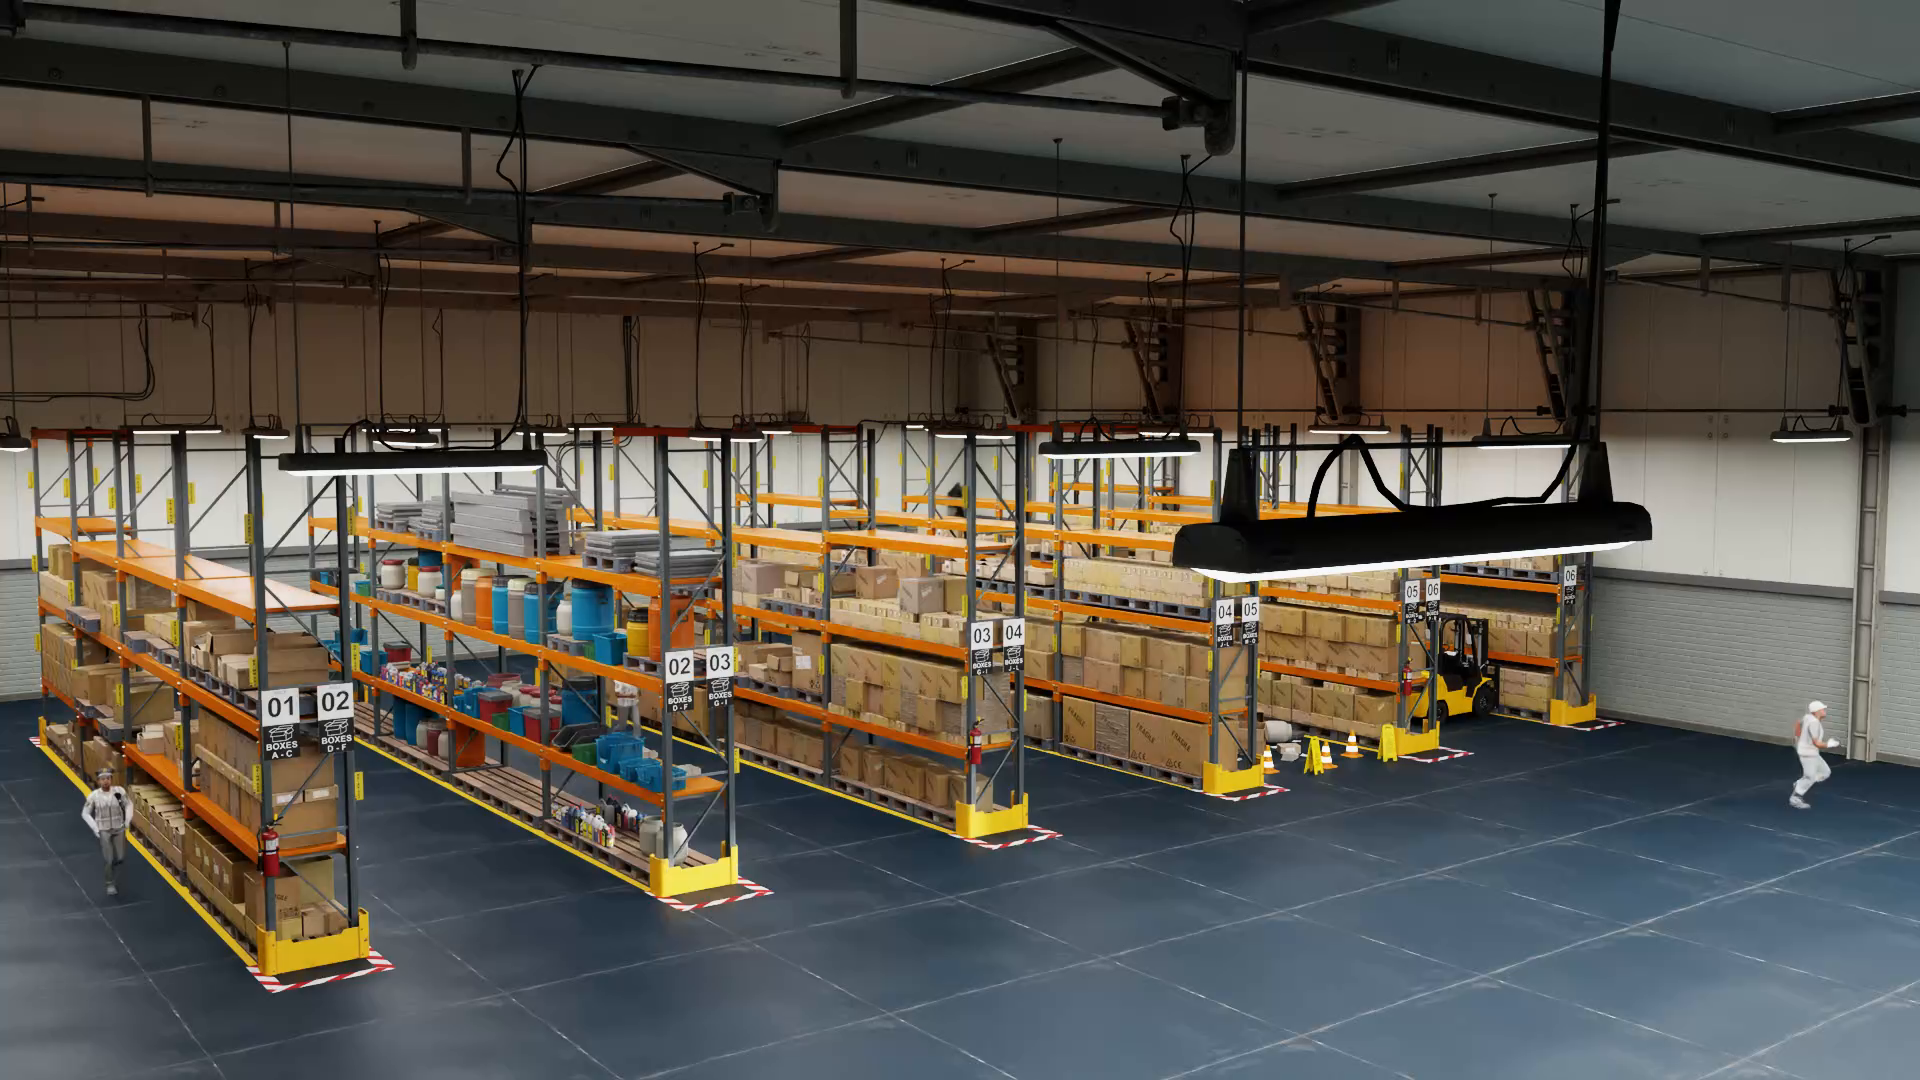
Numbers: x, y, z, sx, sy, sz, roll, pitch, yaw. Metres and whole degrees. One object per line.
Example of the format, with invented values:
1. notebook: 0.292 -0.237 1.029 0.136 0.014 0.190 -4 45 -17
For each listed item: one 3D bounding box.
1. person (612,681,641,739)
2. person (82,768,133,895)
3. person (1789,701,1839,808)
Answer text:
1. person: -6.139 3.070 30.648 0.932 1.700 0.573 4 6 42
2. person: -11.181 3.797 21.843 0.619 1.665 0.501 -3 6 -36
3. person: 13.514 3.395 26.296 0.656 1.728 0.707 2 5 23
